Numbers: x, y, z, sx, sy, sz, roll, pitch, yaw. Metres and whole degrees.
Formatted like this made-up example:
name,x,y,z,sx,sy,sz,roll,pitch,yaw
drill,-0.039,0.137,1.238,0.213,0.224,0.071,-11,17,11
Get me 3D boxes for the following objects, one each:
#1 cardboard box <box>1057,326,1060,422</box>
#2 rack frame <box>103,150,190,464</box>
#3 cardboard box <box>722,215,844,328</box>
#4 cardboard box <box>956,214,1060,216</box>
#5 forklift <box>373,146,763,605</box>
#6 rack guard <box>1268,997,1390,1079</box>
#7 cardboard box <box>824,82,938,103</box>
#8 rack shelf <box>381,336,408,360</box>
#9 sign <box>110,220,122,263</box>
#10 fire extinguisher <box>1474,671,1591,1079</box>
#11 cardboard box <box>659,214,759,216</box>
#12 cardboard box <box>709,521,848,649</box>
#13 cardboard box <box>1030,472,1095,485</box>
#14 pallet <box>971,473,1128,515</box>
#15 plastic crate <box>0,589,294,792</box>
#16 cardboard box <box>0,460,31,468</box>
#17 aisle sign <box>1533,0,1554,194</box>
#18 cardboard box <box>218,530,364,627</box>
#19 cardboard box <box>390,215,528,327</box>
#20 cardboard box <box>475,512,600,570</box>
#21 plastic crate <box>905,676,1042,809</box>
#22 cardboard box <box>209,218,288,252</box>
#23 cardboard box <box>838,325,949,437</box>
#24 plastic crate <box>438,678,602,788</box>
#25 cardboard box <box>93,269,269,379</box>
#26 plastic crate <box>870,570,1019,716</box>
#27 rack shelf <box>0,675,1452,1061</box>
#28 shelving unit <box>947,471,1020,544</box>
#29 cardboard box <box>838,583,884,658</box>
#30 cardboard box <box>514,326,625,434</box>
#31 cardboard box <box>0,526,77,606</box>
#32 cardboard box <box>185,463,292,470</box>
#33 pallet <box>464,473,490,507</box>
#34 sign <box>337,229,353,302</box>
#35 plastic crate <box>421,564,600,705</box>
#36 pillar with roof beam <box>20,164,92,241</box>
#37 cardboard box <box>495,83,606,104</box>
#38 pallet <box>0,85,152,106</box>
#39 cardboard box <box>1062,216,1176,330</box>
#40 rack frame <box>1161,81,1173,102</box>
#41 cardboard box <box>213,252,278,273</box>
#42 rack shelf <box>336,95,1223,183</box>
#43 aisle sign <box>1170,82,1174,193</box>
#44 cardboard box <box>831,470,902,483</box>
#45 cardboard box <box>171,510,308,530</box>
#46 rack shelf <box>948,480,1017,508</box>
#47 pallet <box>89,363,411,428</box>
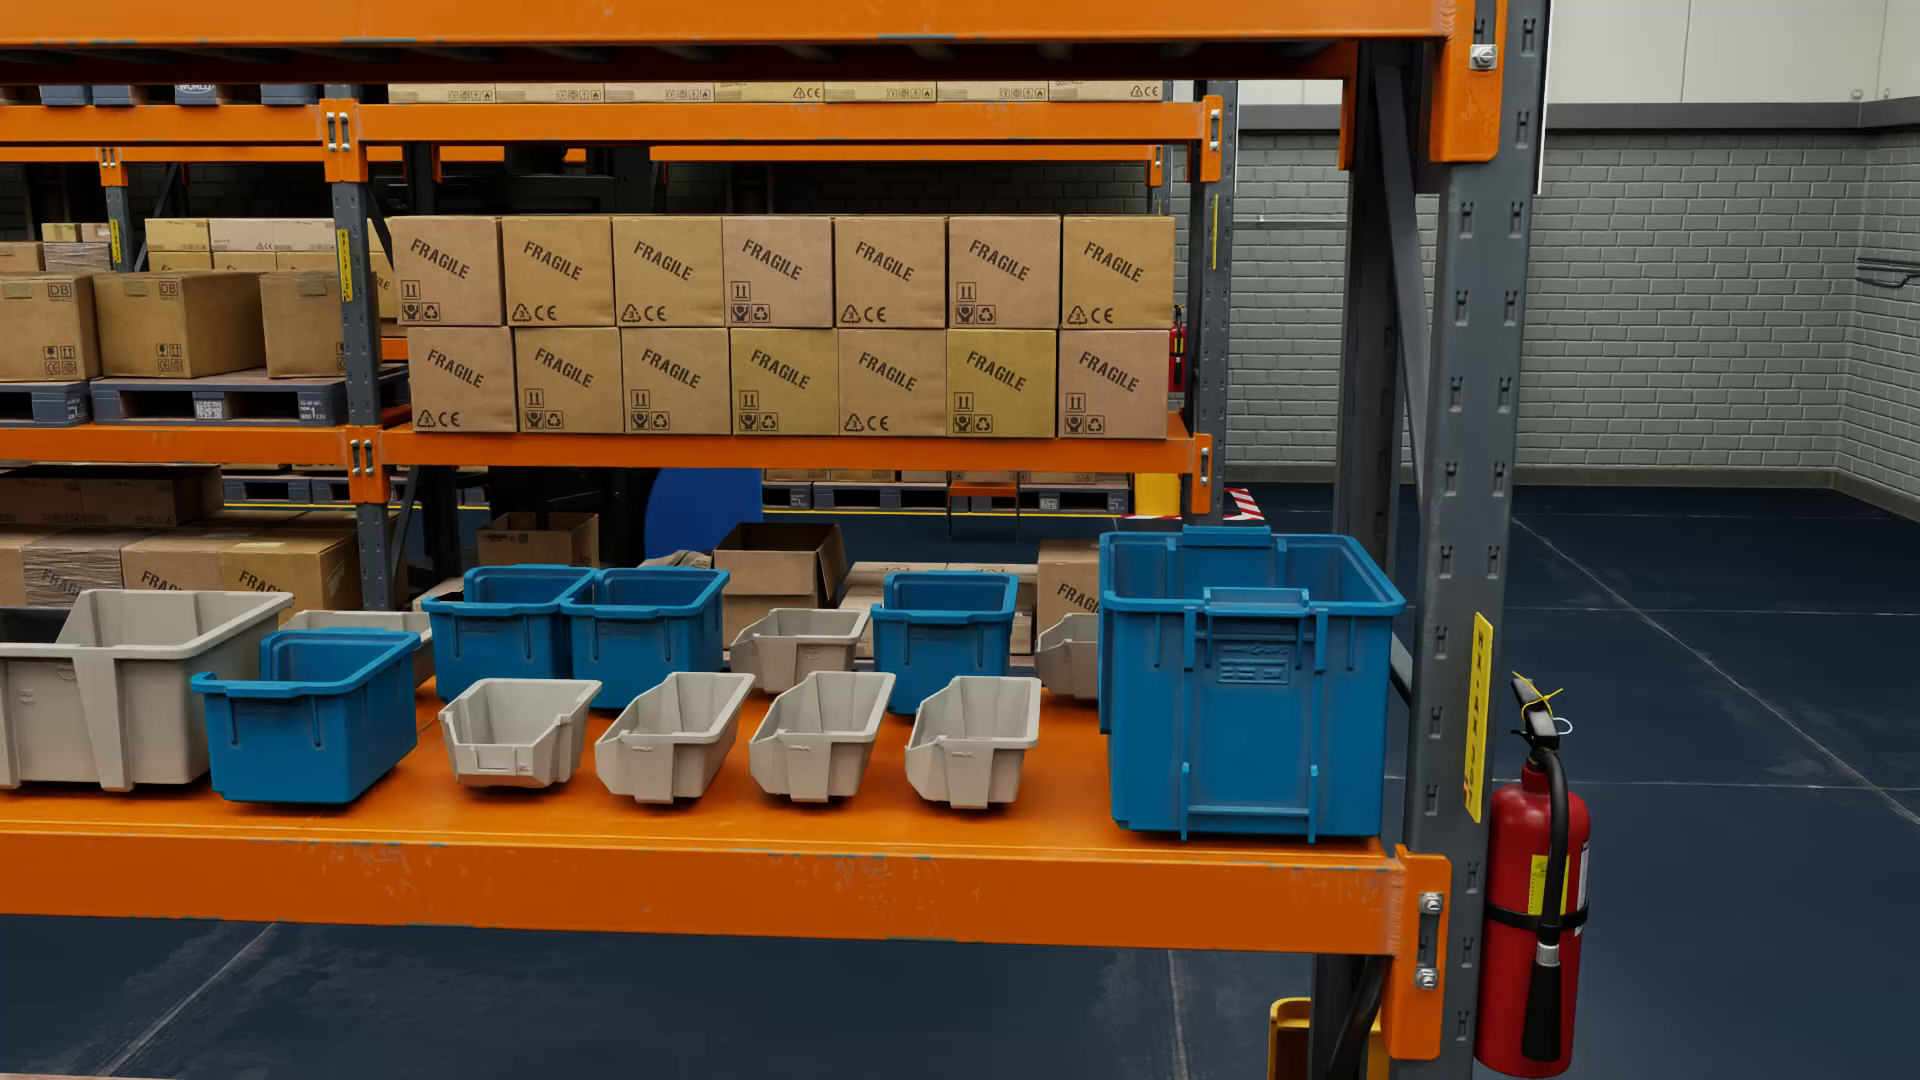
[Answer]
name,x,y,z,sx,sy,sz,roll,pitch,yaw
cardboard box,0.249,-0.874,8.375,0.500,0.500,0.500,1,12,3
rack frame,-6.466,-1.880,13.432,0.127,3.000,1.000,1,12,4
cardboard box,-0.808,-1.267,7.813,0.500,0.500,0.500,1,12,6
cardboard box,0.241,-1.363,8.271,0.500,0.500,0.500,1,12,4
forklift,-2.489,-0.974,9.268,1.130,2.935,3.031,8,15,35
rack guard,0.879,1.474,3.500,0.348,0.500,1.175,1,12,4
cardboard box,-0.339,-2.120,7.618,0.500,0.250,0.500,1,12,4
rack shelf,-4.471,-1.501,13.374,4.000,0.370,1.077,1,12,4
sign,-6.493,-2.297,12.791,0.005,0.325,0.100,1,12,4
fire extinguisher,0.974,0.568,2.825,0.183,0.674,0.296,1,12,4
cardboard box,-1.266,-1.385,8.375,0.500,0.500,0.500,1,12,4
cardboard box,-0.927,0.218,8.425,0.637,0.503,0.797,1,12,4
cardboard box,0.811,-0.742,13.069,0.500,0.500,0.700,1,12,4
pallet,0.713,-0.401,13.170,1.213,0.211,1.003,1,12,4
plastic crate,-1.626,0.285,3.221,0.530,0.282,0.437,1,12,4
cardboard box,-7.694,-0.902,13.786,0.500,0.500,0.700,1,12,4
aisle sign,0.906,-0.959,2.676,0.004,0.787,0.394,1,12,4
cardboard box,-3.314,0.246,8.295,0.500,0.500,0.500,1,12,3
cardboard box,-2.351,-1.288,7.914,0.500,0.500,0.500,1,12,5
cardboard box,-2.215,0.144,8.783,0.500,0.500,0.500,1,12,4
plastic crate,0.028,0.378,3.130,0.243,0.136,0.396,1,12,4
cardboard box,-5.494,-2.386,12.996,0.500,0.250,0.500,1,12,3
cardboard box,-0.292,-0.773,7.892,0.500,0.500,0.500,1,12,4
plastic crate,-0.836,0.372,3.159,0.250,0.136,0.298,1,12,4
cardboard box,-3.950,-1.117,8.511,0.500,0.500,0.700,3,12,13
plastic crate,-0.027,0.226,3.625,0.300,0.233,0.416,1,12,4
rack shelf,-1.142,0.578,3.437,4.000,0.370,1.077,1,12,4
shelving unit,0.165,-0.585,11.634,0.503,1.200,0.258,1,12,4
cardboard box,-0.316,0.395,8.193,0.500,0.250,0.500,1,12,4
cardboard box,-1.801,-0.794,7.992,0.500,0.500,0.500,1,12,5
cardboard box,-4.814,0.224,8.400,0.500,0.500,0.500,0,12,2
cardboard box,-5.741,-0.997,13.433,0.750,0.750,0.750,1,12,3
pallet,-3.250,-0.456,13.432,1.213,0.211,1.003,1,12,4
sign,-2.836,-1.267,7.671,0.005,0.325,0.100,1,12,4
plastic crate,-0.984,0.213,3.687,0.300,0.233,0.416,1,12,4
pillar with roof beam,-7.993,-4.132,9.543,0.400,9.000,9.100,1,12,4
cardboard box,-1.835,-2.144,7.730,0.500,0.250,0.500,1,12,4
pallet,-4.483,-2.227,8.220,1.003,0.211,1.213,1,12,4
cardboard box,0.726,-1.247,7.718,0.500,0.500,0.500,1,12,3
rack frame,1.516,-4.707,12.294,0.127,3.000,1.000,1,12,4
cardboard box,-5.477,-2.017,13.064,0.500,0.500,0.500,1,12,6
rack shelf,-0.807,-1.902,7.968,4.000,0.370,1.077,1,12,4
aisle sign,1.568,-2.981,12.345,0.004,0.787,0.394,1,12,4
cardboard box,-0.723,-0.762,13.162,0.500,0.500,0.700,1,12,5
cardboard box,-3.802,0.133,8.836,0.500,0.500,0.500,1,12,5
rack shelf,0.165,-0.325,11.689,0.480,0.148,0.258,1,12,4
pallet,-3.592,-0.753,8.510,1.213,0.211,1.003,1,12,4
